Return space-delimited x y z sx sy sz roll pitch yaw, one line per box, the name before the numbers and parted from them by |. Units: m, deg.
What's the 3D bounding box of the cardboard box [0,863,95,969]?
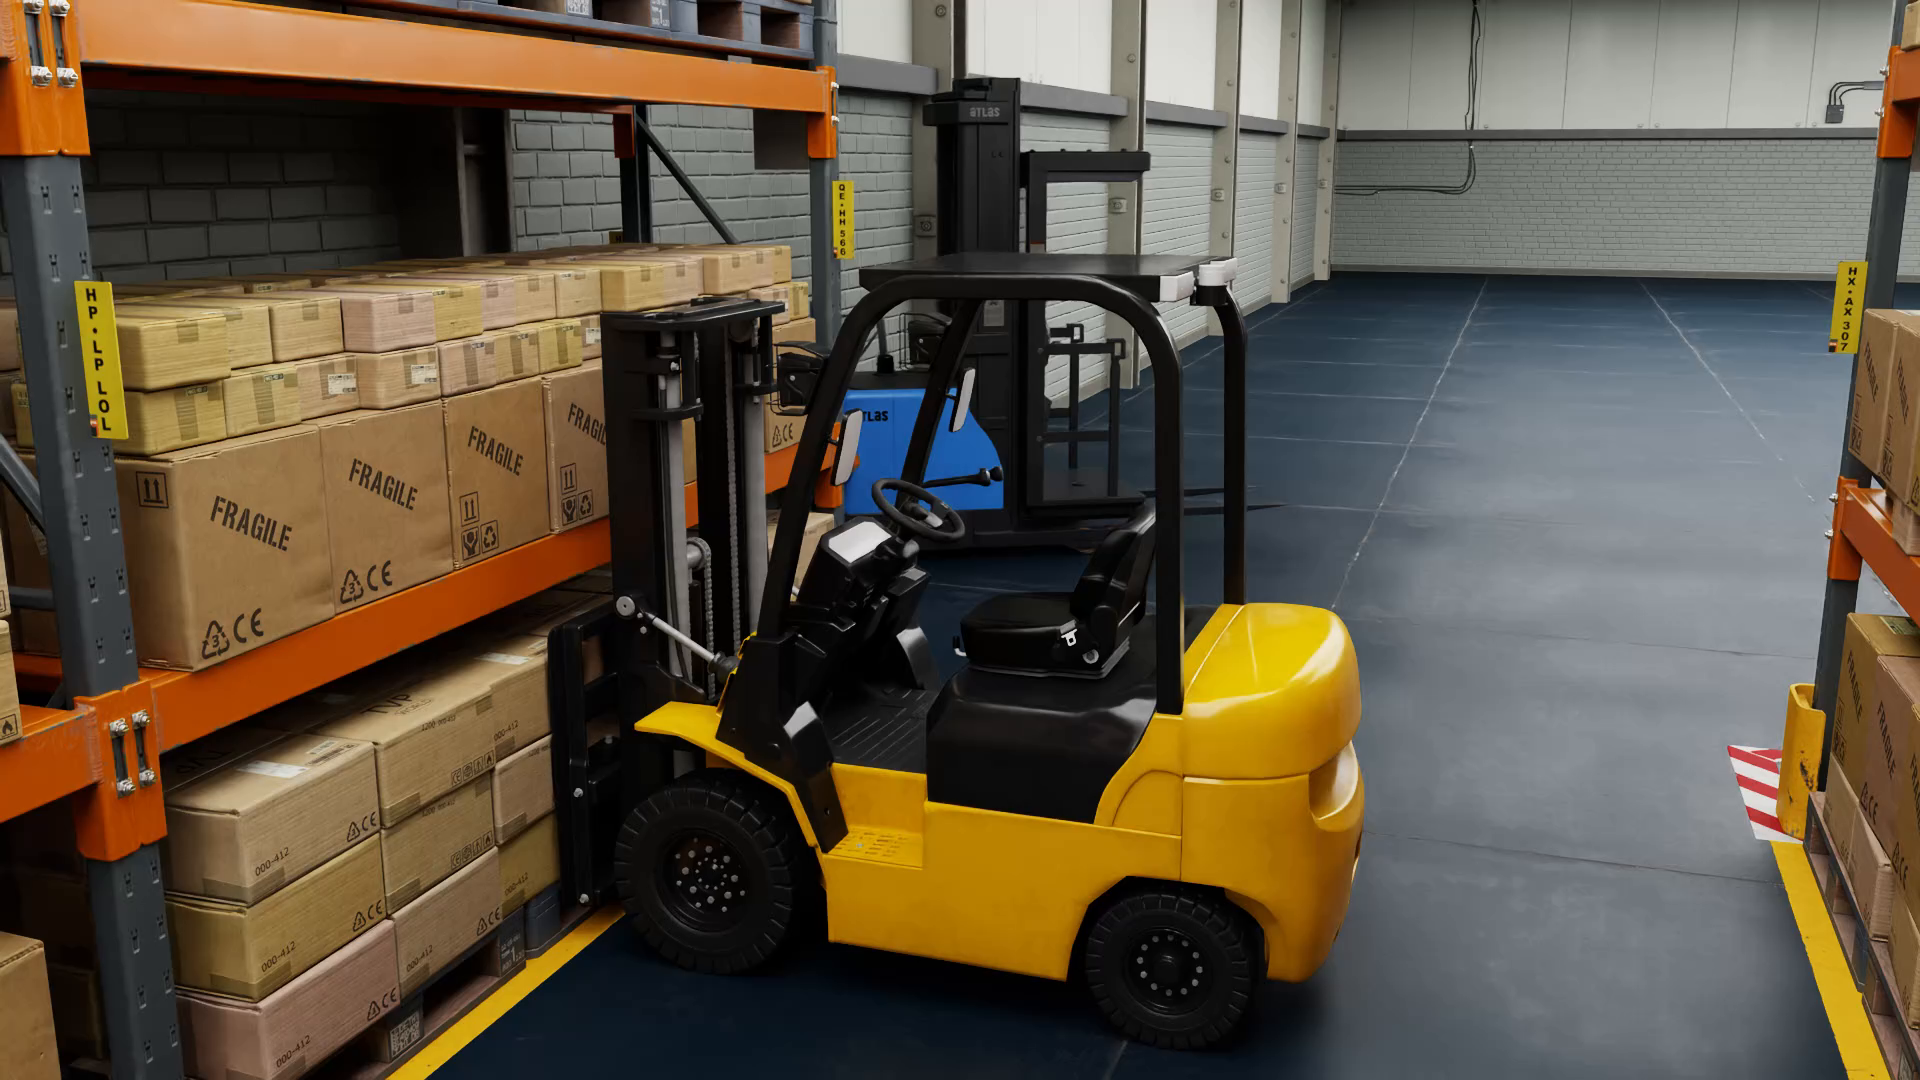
cardboard box | -2.339 0.891 4.455 0.500 0.250 0.500 4 13 17

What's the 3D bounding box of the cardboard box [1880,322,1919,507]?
cardboard box | 3.109 -0.374 4.992 0.500 0.500 0.500 5 14 20

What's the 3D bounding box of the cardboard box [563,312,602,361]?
cardboard box | -1.414 -0.680 5.543 0.380 0.149 0.250 4 14 18

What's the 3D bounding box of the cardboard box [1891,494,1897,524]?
cardboard box | 3.153 -0.086 5.188 0.380 0.149 0.250 4 13 17

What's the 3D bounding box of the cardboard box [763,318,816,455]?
cardboard box | -0.919 -0.652 6.879 0.500 0.500 0.500 4 13 17

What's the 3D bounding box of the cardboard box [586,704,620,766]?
cardboard box | -1.355 0.611 5.681 0.500 0.250 0.500 4 14 18

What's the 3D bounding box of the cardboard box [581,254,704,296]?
cardboard box | -1.186 -0.987 6.220 0.380 0.149 0.250 4 14 19

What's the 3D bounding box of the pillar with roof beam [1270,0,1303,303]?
pillar with roof beam | 9.752 -8.312 27.183 9.100 9.000 0.400 4 14 18

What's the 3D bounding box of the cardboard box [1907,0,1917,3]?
cardboard box | 3.274 -1.817 5.135 0.500 0.250 0.500 4 13 17

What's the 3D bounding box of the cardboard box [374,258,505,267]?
cardboard box | -1.842 -0.915 5.904 0.380 0.149 0.250 4 13 17

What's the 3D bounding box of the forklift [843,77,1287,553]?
forklift | 0.619 -1.456 10.779 3.031 2.935 1.130 -2 13 -11

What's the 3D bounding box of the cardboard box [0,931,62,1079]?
cardboard box | -2.461 1.180 3.470 0.875 0.625 0.625 5 14 21

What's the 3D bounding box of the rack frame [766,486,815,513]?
rack frame | -0.976 -0.527 9.928 0.500 1.500 0.032 0 17 18

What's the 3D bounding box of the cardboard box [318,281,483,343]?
cardboard box | -1.607 -0.659 4.782 0.380 0.149 0.250 4 13 18

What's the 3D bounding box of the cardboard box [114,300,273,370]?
cardboard box | -1.937 -0.502 4.097 0.380 0.149 0.250 5 14 19

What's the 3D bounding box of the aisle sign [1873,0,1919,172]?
aisle sign | 3.416 -1.672 5.730 0.394 0.787 0.004 4 14 18

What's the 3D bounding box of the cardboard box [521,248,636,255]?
cardboard box | -1.508 -1.071 6.589 0.380 0.149 0.250 5 14 19

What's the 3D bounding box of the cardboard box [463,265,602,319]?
cardboard box | -1.416 -0.822 5.497 0.380 0.149 0.250 5 14 19

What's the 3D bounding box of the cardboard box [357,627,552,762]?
cardboard box | -1.524 0.473 5.164 0.500 0.250 0.500 5 14 20

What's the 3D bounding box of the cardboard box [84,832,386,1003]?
cardboard box | -1.854 0.929 4.290 0.500 0.250 0.500 4 14 18

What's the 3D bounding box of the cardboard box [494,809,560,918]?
cardboard box | -1.532 0.957 5.290 0.500 0.250 0.500 5 14 19

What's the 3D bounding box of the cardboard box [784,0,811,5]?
cardboard box | -0.921 -2.380 6.539 0.500 0.500 0.500 5 14 20

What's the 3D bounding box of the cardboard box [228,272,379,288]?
cardboard box | -2.041 -0.750 5.182 0.380 0.149 0.250 4 14 18

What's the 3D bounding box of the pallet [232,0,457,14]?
pallet | -2.051 -1.484 4.208 1.003 0.211 1.213 4 14 18

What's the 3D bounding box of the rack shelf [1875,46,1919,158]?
rack shelf | 3.042 -1.060 3.766 1.077 0.370 4.000 4 14 18

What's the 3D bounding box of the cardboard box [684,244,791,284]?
cardboard box | -0.925 -1.145 6.914 0.380 0.149 0.250 4 14 19

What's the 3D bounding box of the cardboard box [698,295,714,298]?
cardboard box | -1.143 -0.840 6.245 0.380 0.149 0.250 4 14 18

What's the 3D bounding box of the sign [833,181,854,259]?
sign | -0.500 -1.364 7.088 0.100 0.325 0.005 4 14 18

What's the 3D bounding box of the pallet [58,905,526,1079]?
pallet | -2.006 1.311 4.768 1.003 0.211 1.213 4 14 18

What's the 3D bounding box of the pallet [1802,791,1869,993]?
pallet | 3.368 1.175 5.367 1.003 0.211 1.213 4 14 18

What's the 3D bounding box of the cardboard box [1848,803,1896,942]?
cardboard box | 2.994 1.023 4.999 0.500 0.250 0.500 5 14 20

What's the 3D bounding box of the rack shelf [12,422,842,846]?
rack shelf | -1.656 0.046 5.662 1.077 0.370 4.000 4 14 18

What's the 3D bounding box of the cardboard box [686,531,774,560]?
cardboard box | -1.022 0.150 6.579 0.500 0.250 0.500 5 14 19

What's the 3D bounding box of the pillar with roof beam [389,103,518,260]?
pillar with roof beam | 1.987 -3.259 5.044 9.100 9.000 0.400 4 14 18

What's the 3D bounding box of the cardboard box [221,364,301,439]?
cardboard box | -1.869 -0.351 4.104 0.380 0.149 0.250 5 14 20

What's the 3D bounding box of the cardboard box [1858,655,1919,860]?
cardboard box | 2.994 0.666 4.878 0.500 0.500 0.500 4 13 16

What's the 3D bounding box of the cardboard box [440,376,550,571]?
cardboard box | -1.597 -0.225 5.006 0.500 0.500 0.500 4 14 18

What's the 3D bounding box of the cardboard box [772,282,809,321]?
cardboard box | -0.856 -0.998 6.936 0.380 0.149 0.250 5 14 19

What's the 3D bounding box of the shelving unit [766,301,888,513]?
shelving unit | -0.826 -0.672 10.381 0.587 1.500 1.083 0 17 18

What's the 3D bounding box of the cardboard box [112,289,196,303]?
cardboard box | -2.292 -0.589 4.477 0.380 0.149 0.250 4 14 18

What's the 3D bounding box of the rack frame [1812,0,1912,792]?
rack frame | 3.689 -0.369 5.865 1.000 3.000 0.127 4 14 18

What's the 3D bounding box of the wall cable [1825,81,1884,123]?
wall cable | 18.802 -11.382 32.989 2.305 6.003 0.169 4 14 18

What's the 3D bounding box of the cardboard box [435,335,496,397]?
cardboard box | -1.574 -0.510 4.799 0.380 0.149 0.250 4 14 18
